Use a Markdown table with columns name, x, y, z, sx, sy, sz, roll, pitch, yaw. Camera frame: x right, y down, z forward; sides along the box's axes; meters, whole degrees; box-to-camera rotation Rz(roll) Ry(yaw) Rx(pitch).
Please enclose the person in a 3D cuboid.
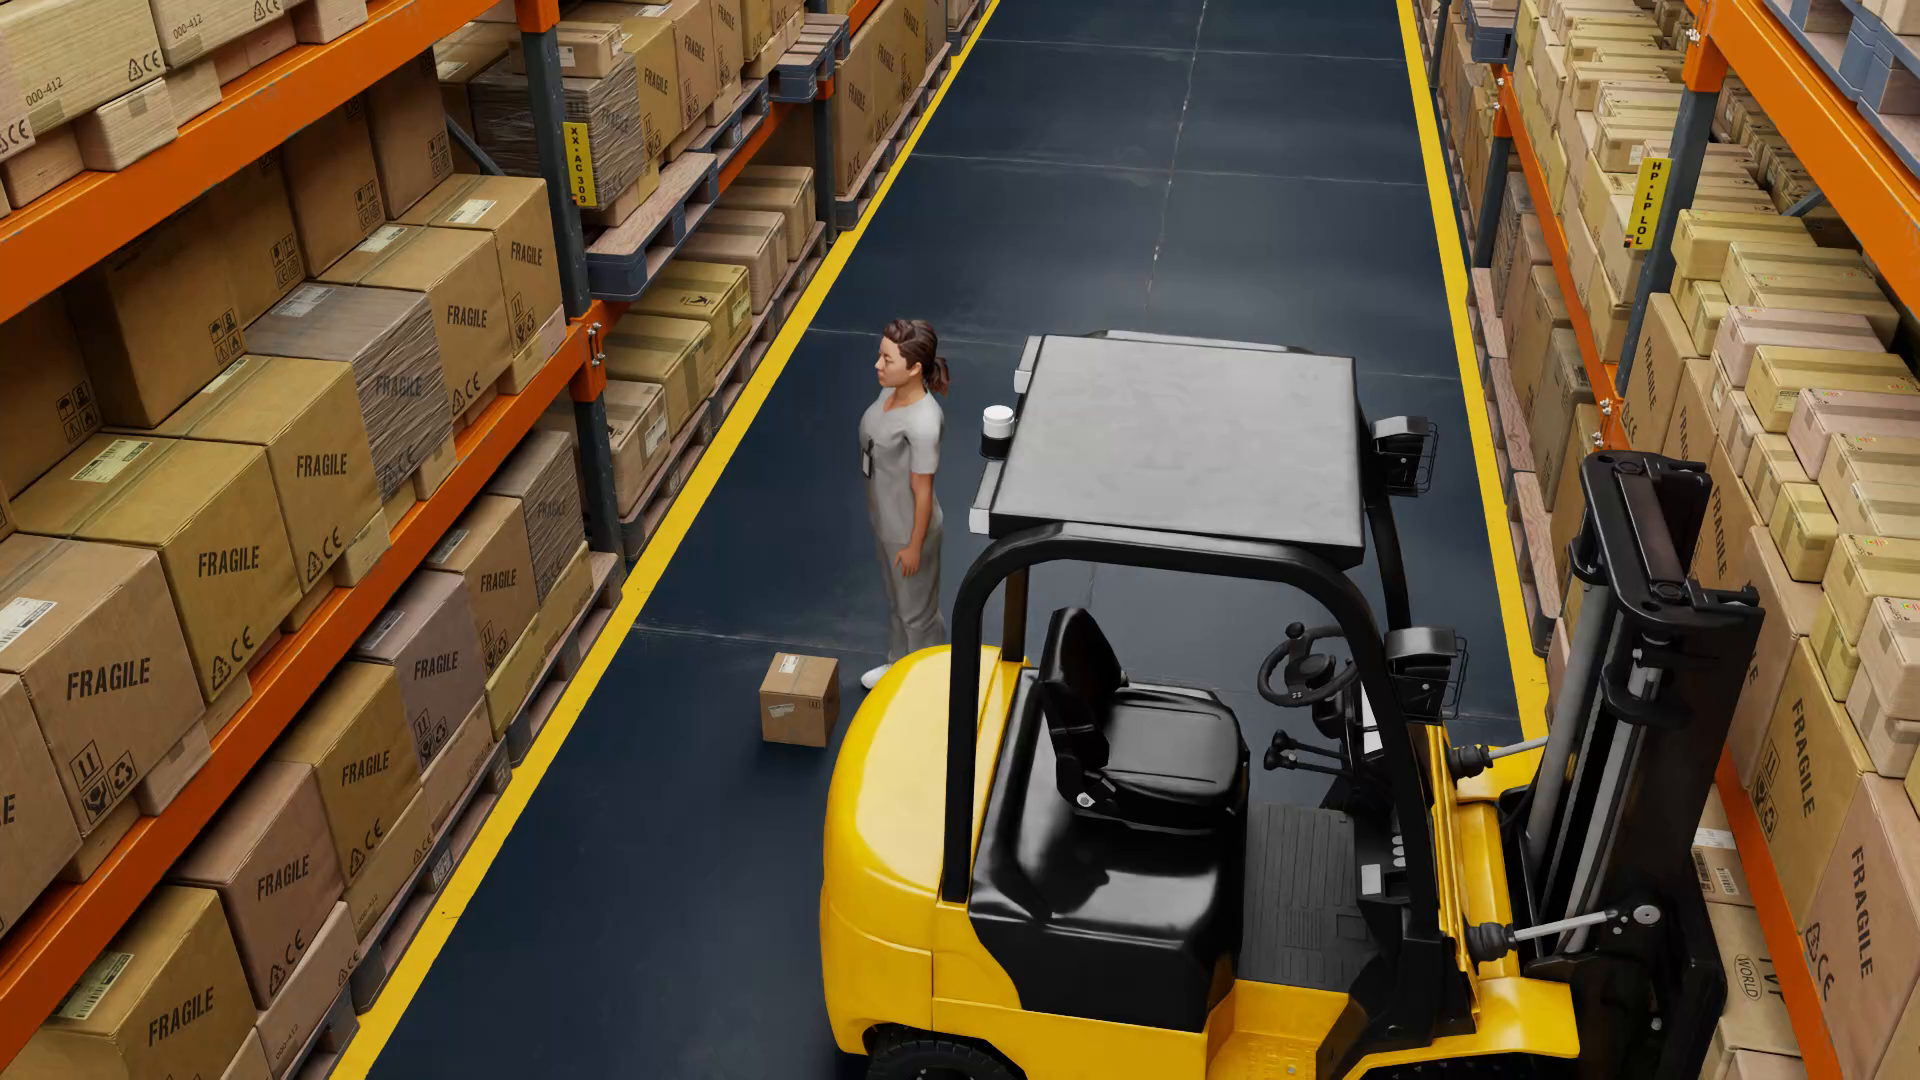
| name | x | y | z | sx | sy | sz | roll | pitch | yaw |
| --- | --- | --- | --- | --- | --- | --- | --- | --- | --- |
| person | -0.196 | -0.054 | 6.225 | 0.355 | 1.672 | 0.437 | -10 | 34 | -15 |
